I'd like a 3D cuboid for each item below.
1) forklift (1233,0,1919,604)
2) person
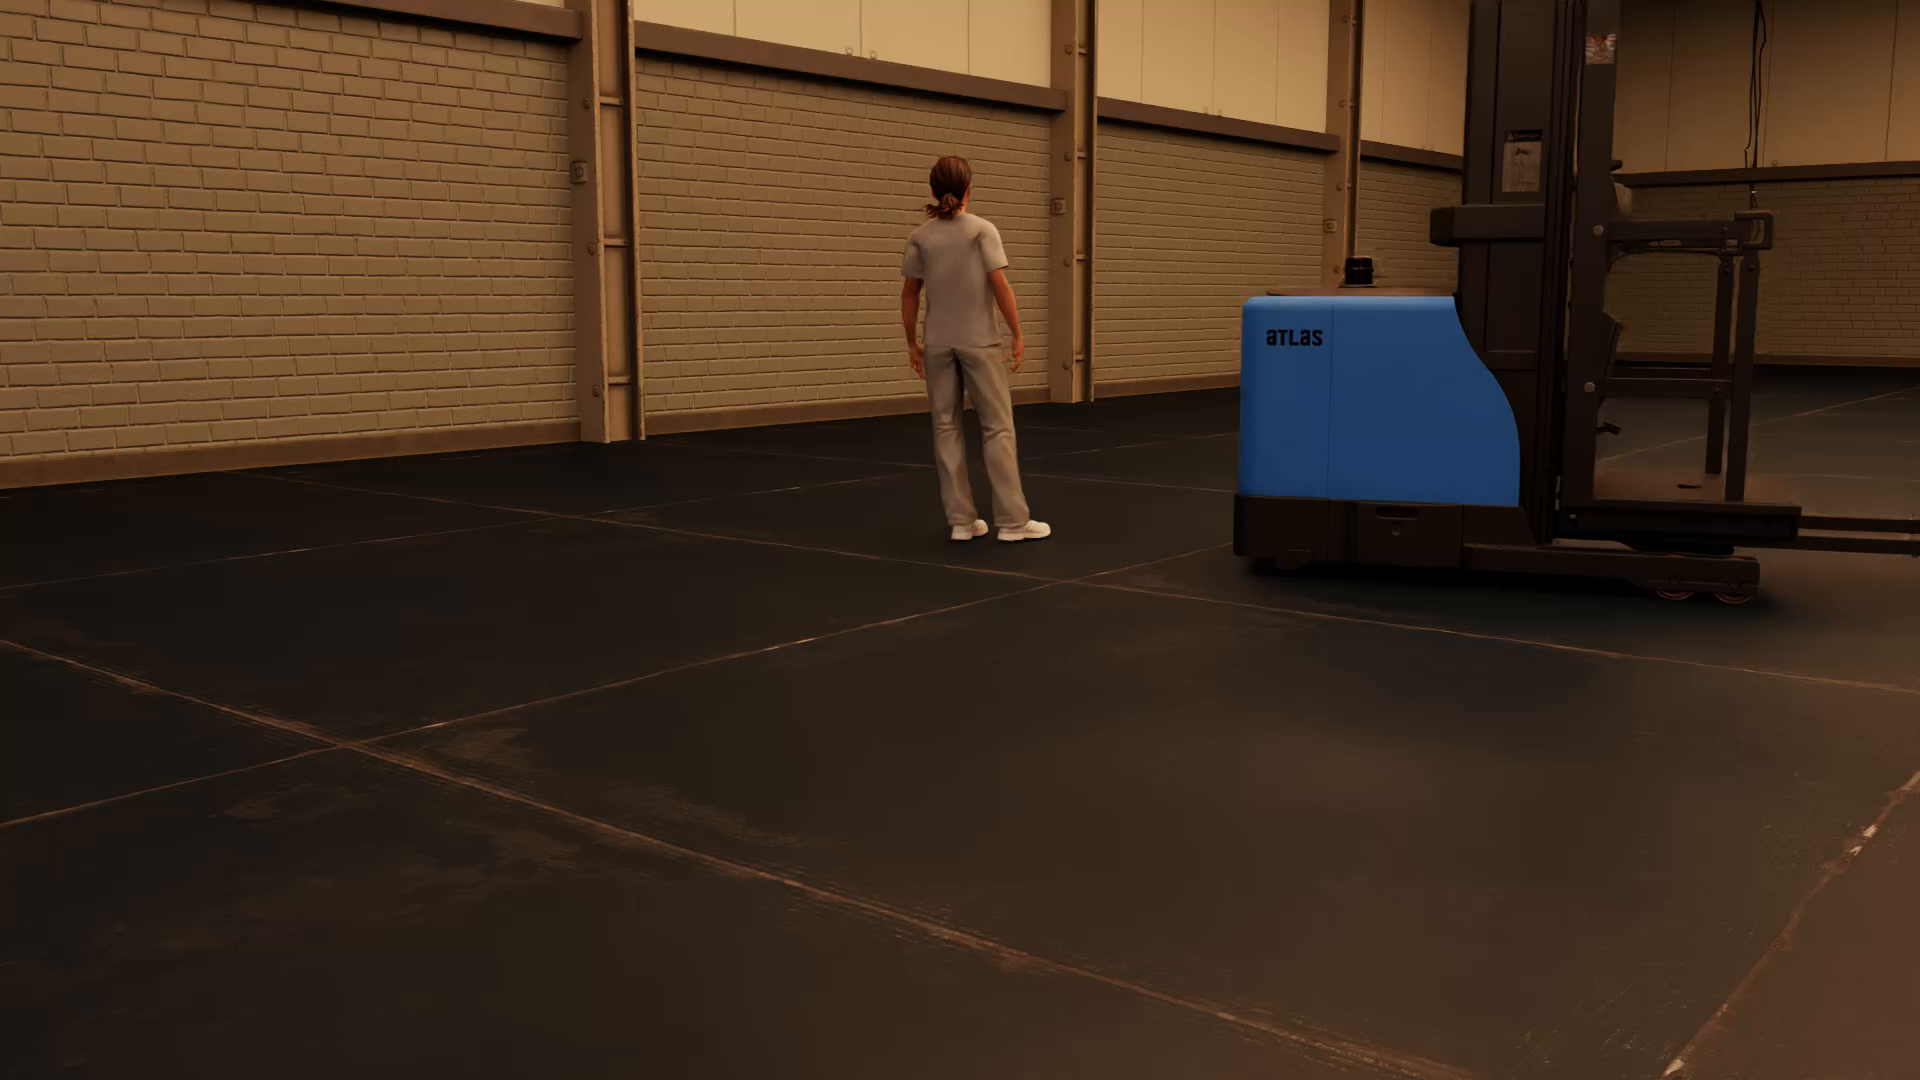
[{"bbox_3d":[2.647,-1.311,6.242,3.031,2.935,1.130,3,9,20],"label":"forklift"},{"bbox_3d":[0.056,-0.832,7.310,0.618,1.676,0.444,3,9,19],"label":"person"}]
